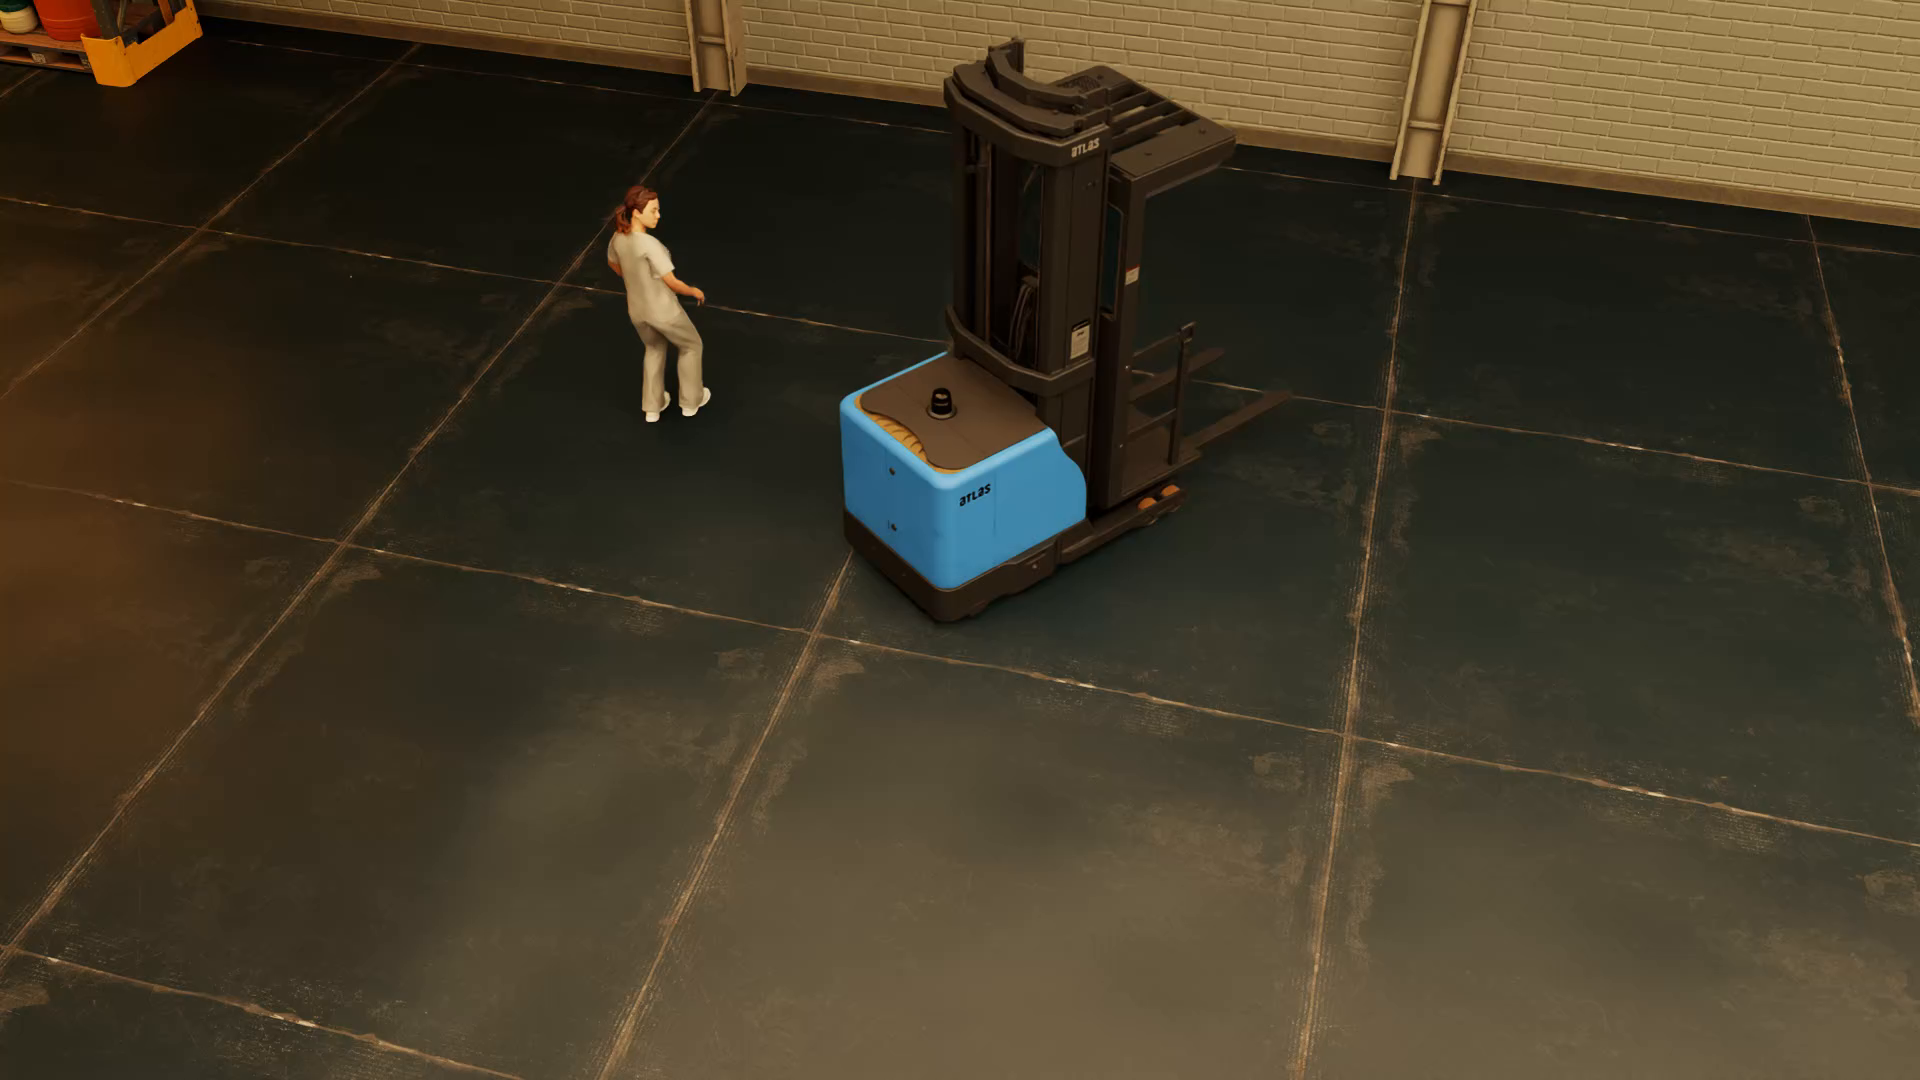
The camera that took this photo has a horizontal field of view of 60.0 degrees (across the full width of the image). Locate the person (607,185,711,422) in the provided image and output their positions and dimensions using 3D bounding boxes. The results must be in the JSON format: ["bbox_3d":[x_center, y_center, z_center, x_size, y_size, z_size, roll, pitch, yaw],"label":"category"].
[{"bbox_3d":[-1.916,-1.504,10.574,0.638,1.631,0.473,22,46,23],"label":"person"}]

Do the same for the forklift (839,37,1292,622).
[{"bbox_3d":[0.774,-1.444,9.509,3.031,2.935,1.130,-28,48,-28],"label":"forklift"}]
